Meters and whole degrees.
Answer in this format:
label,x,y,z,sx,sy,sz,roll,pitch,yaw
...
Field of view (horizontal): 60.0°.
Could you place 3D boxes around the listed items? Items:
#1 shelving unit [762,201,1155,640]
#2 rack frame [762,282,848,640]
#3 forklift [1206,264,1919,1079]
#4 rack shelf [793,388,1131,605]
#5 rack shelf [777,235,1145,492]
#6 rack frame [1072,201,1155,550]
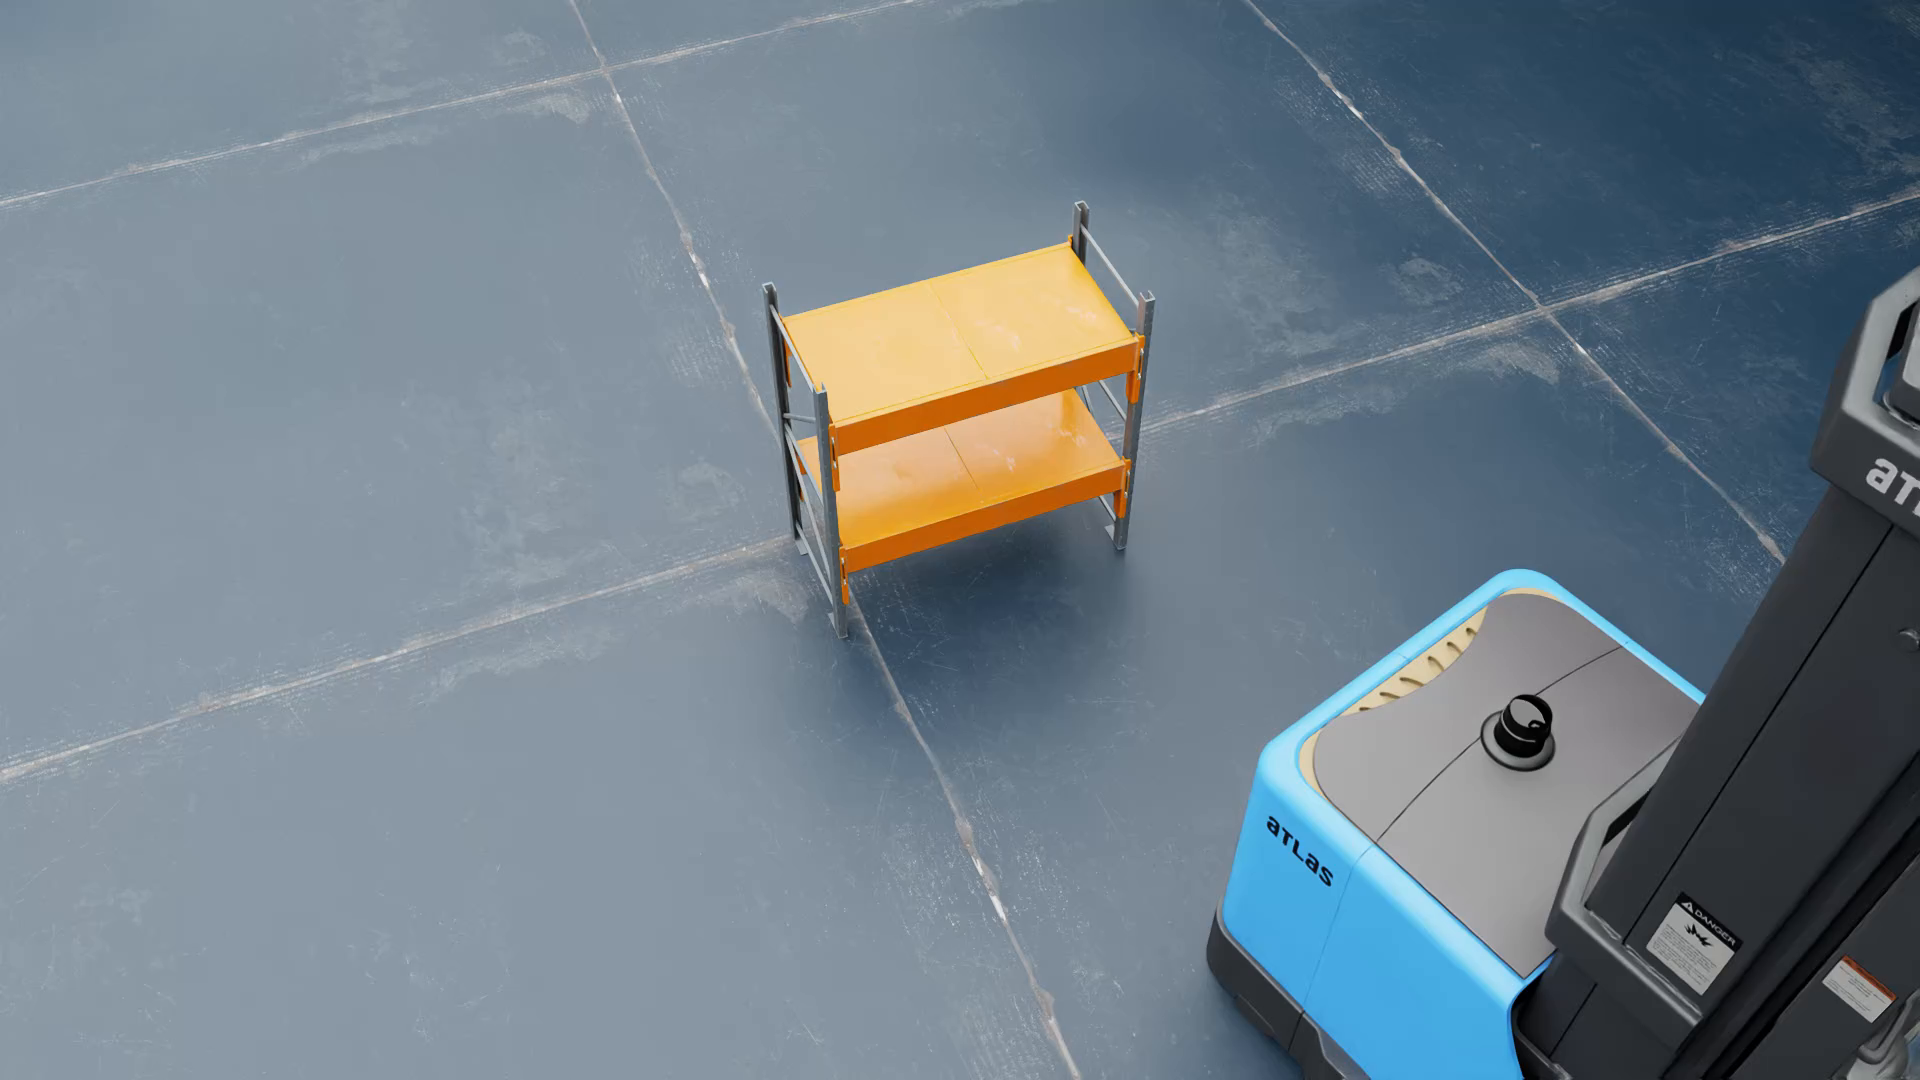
label,x,y,z,sx,sy,sz,roll,pitch,yaw
shelving unit,-0.006,-0.365,5.322,1.048,1.125,0.538,-17,52,-14
rack frame,-0.477,-0.219,5.196,0.032,1.125,0.500,-17,52,-14
forklift,1.997,0.898,3.046,1.130,2.935,3.031,-31,56,-24
rack shelf,-0.006,-0.205,5.507,1.000,0.278,0.538,-17,52,-14
rack shelf,-0.006,-0.555,5.100,1.000,0.278,0.538,-17,52,-14
rack frame,0.464,-0.510,5.447,0.032,1.125,0.500,-17,52,-14
